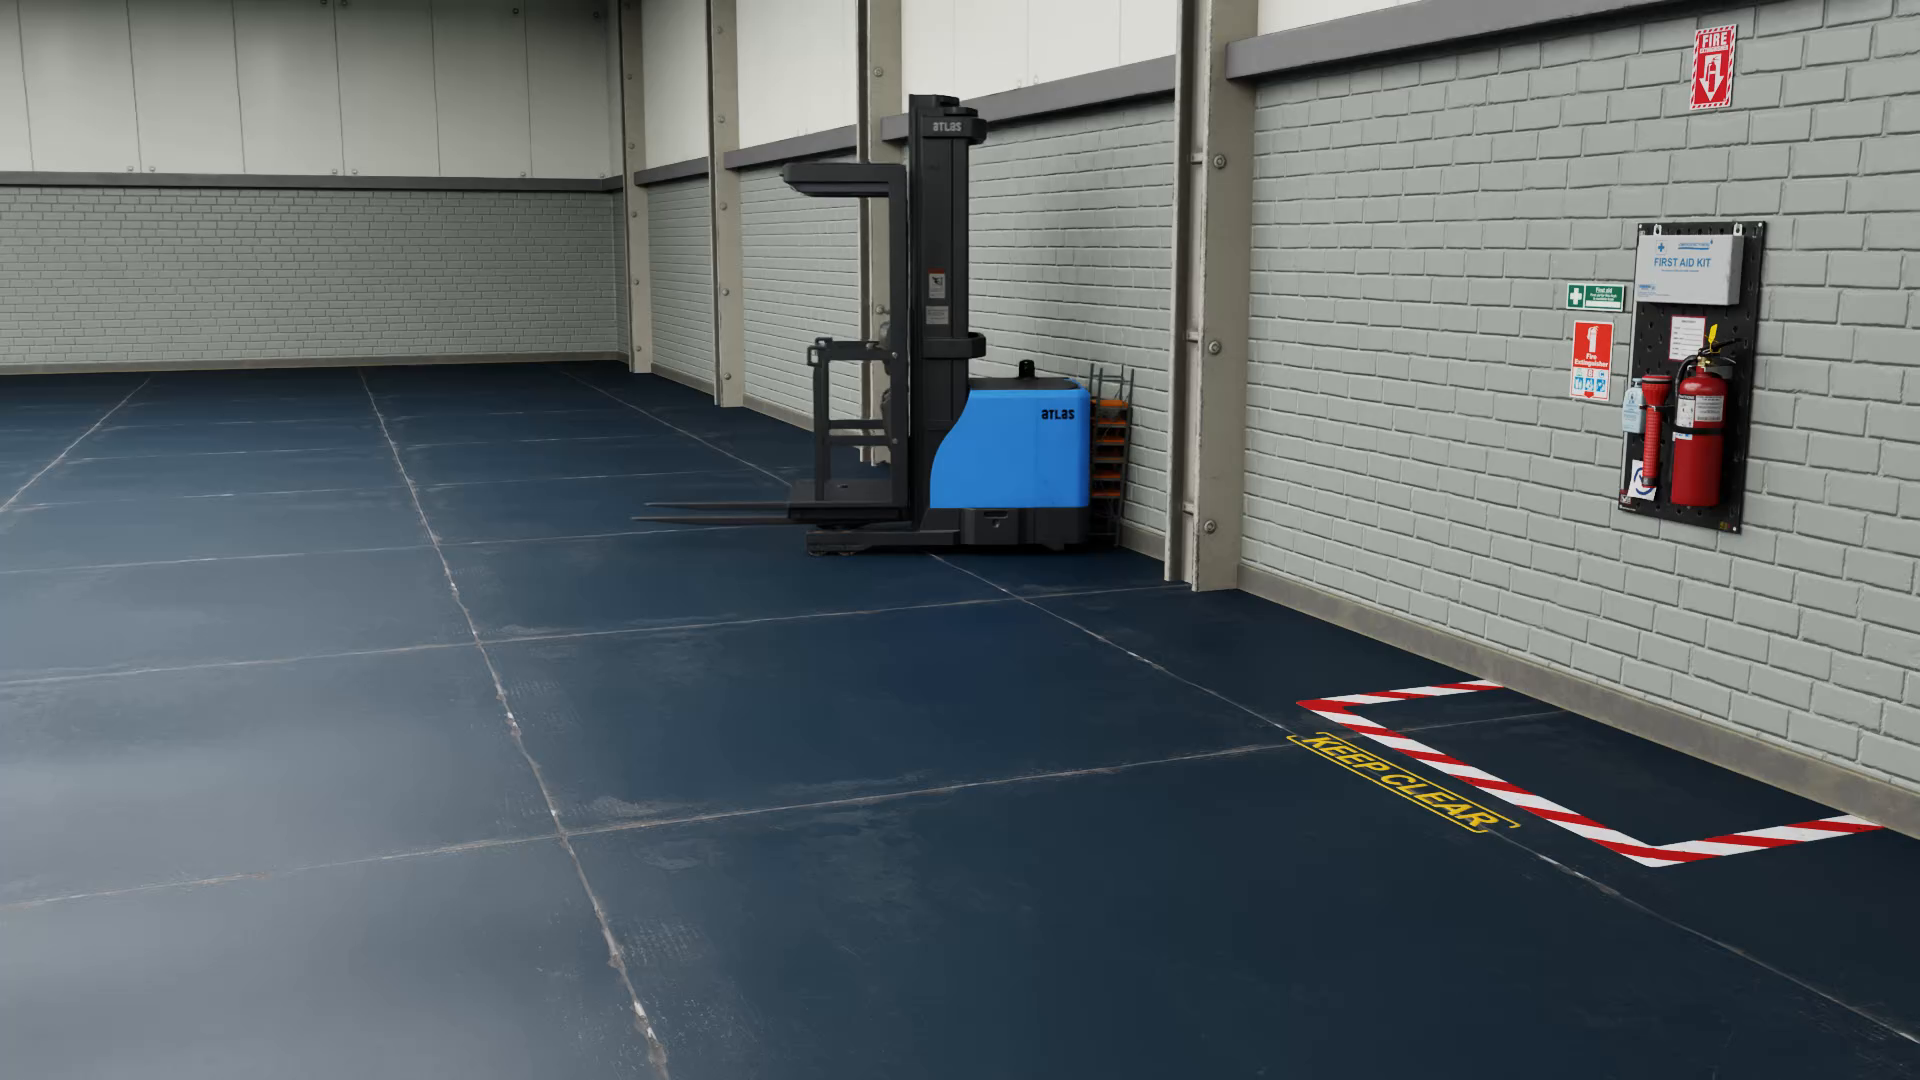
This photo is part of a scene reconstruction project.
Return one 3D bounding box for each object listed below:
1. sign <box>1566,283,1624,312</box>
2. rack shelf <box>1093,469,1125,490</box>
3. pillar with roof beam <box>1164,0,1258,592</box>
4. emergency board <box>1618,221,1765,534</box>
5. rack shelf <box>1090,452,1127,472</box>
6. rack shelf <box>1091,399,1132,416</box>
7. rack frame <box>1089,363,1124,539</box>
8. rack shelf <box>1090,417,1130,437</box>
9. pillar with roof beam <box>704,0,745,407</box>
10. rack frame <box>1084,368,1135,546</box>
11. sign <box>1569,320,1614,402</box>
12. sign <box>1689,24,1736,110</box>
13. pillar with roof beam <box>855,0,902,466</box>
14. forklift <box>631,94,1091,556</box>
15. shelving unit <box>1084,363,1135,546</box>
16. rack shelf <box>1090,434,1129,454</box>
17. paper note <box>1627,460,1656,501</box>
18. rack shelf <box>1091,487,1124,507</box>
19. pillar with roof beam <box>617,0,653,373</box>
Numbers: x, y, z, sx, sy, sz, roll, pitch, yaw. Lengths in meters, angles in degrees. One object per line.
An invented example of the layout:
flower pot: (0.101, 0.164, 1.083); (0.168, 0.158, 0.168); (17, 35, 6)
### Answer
sign: (2.655, -1.017, 6.958); (0.001, 0.109, 0.331); (-4, 11, -21)
rack shelf: (0.953, -0.406, 11.133); (0.258, 0.103, 0.180); (0, 15, -14)
pillar with roof beam: (-2.561, -3.897, 7.634); (9.100, 9.000, 0.400); (-4, 11, -21)
emergency board: (2.766, -0.643, 6.470); (0.194, 1.169, 0.643); (-4, 11, -21)
rack shelf: (0.961, -0.522, 11.104); (0.258, 0.103, 0.180); (0, 15, -14)
rack shelf: (0.986, -0.870, 11.014); (0.258, 0.103, 0.180); (0, 15, -14)
rack frame: (0.943, -0.589, 11.178); (0.240, 1.200, 0.006); (0, 15, -14)
rack shelf: (0.978, -0.754, 11.044); (0.258, 0.103, 0.180); (0, 15, -14)
pillar with roof beam: (-6.909, -5.856, 18.645); (9.100, 9.000, 0.400); (-4, 11, -21)
rack frame: (0.986, -0.541, 11.007); (0.240, 1.200, 0.006); (0, 15, -14)
sign: (2.662, -0.757, 7.011); (0.001, 0.329, 0.234); (-4, 11, -21)
sign: (2.856, -1.792, 6.310); (0.001, 0.298, 0.199); (-4, 11, -21)
pillar with roof beam: (-4.735, -4.876, 13.139); (9.100, 9.000, 0.400); (-4, 11, -21)
forklift: (-0.666, -1.431, 11.097); (3.031, 2.935, 1.130); (0, 10, -2)
shelving unit: (0.964, -0.565, 11.092); (0.258, 1.200, 0.189); (0, 15, -14)
rack shelf: (0.970, -0.638, 11.074); (0.258, 0.103, 0.180); (0, 15, -14)
paper note: (2.766, -0.243, 6.735); (0.016, 0.148, 0.142); (-4, 11, -21)
rack shelf: (0.945, -0.290, 11.163); (0.258, 0.103, 0.180); (0, 15, -14)
pillar with roof beam: (-9.084, -6.835, 24.151); (9.100, 9.000, 0.400); (-4, 11, -21)
